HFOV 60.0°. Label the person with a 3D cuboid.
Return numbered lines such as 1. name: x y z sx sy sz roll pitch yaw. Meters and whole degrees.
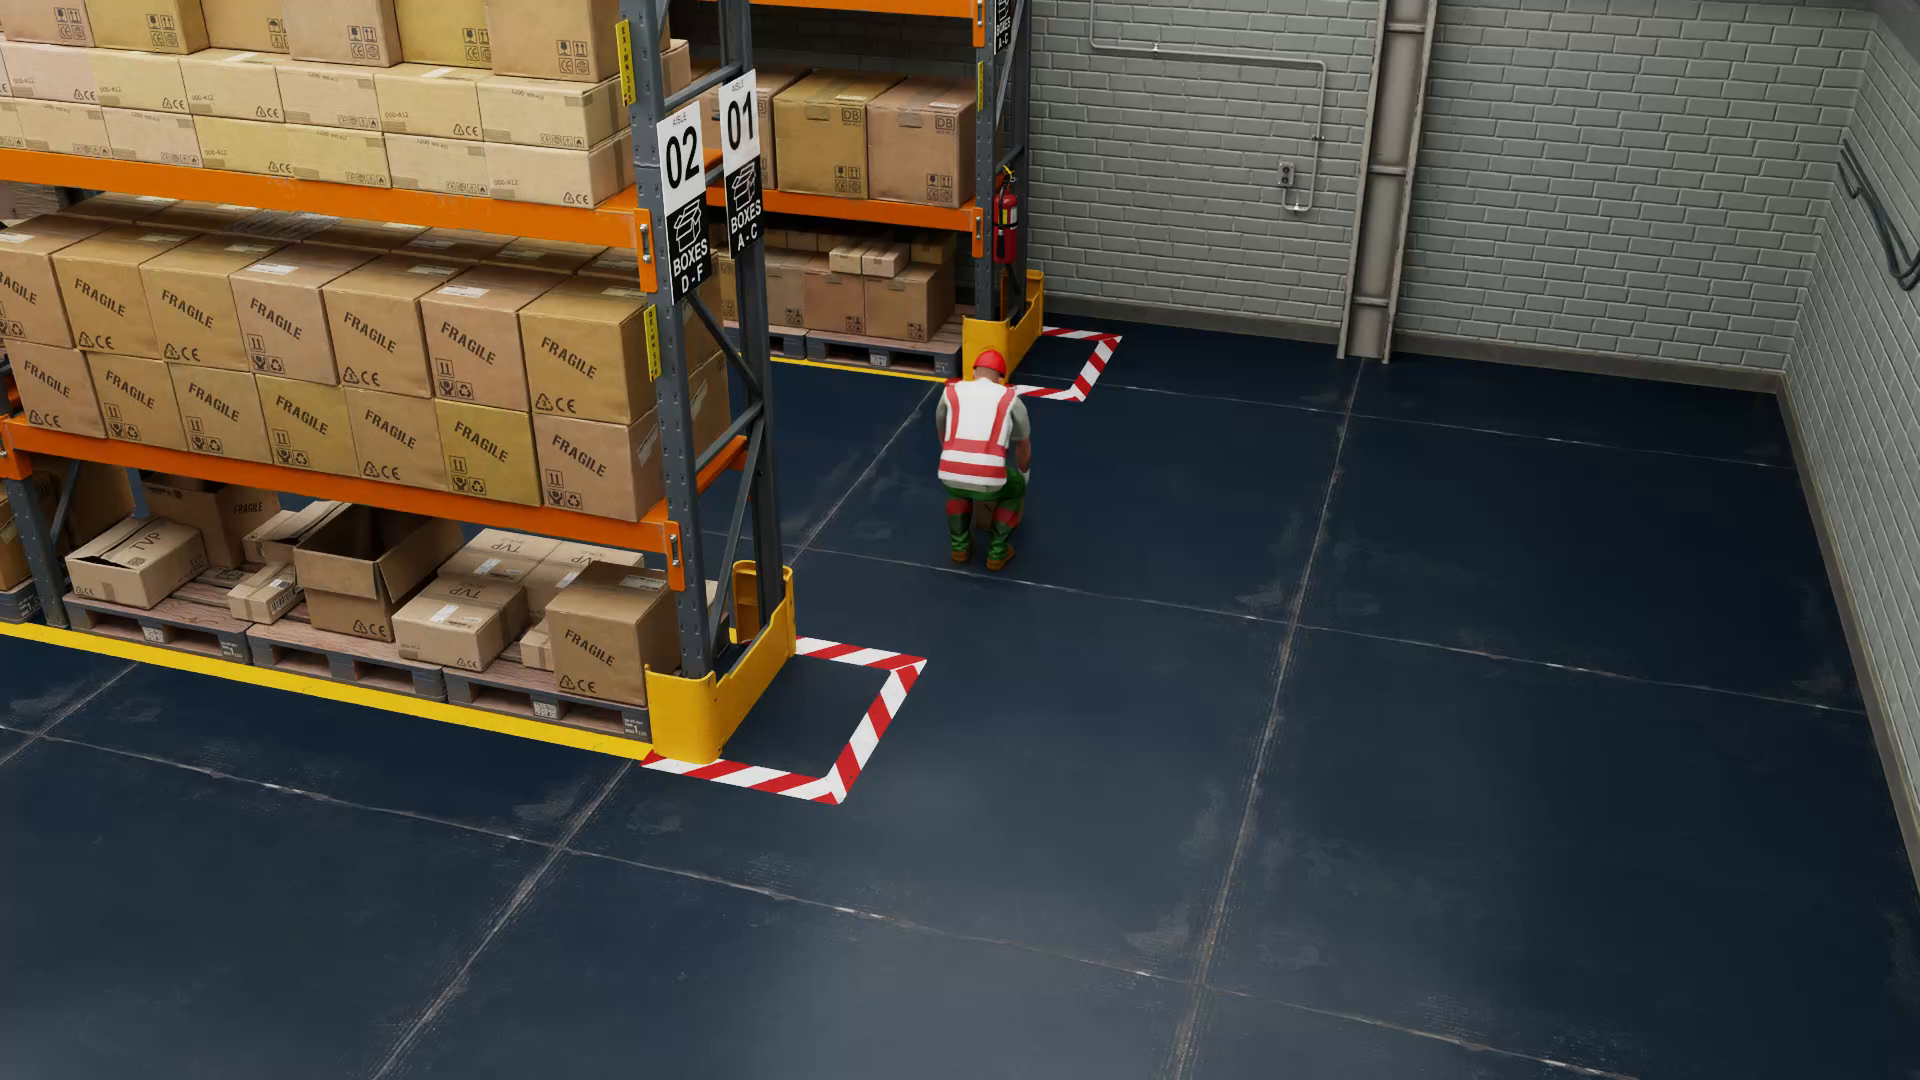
1. person: 0.107 -0.463 9.932 0.585 1.201 0.845 8 30 15
